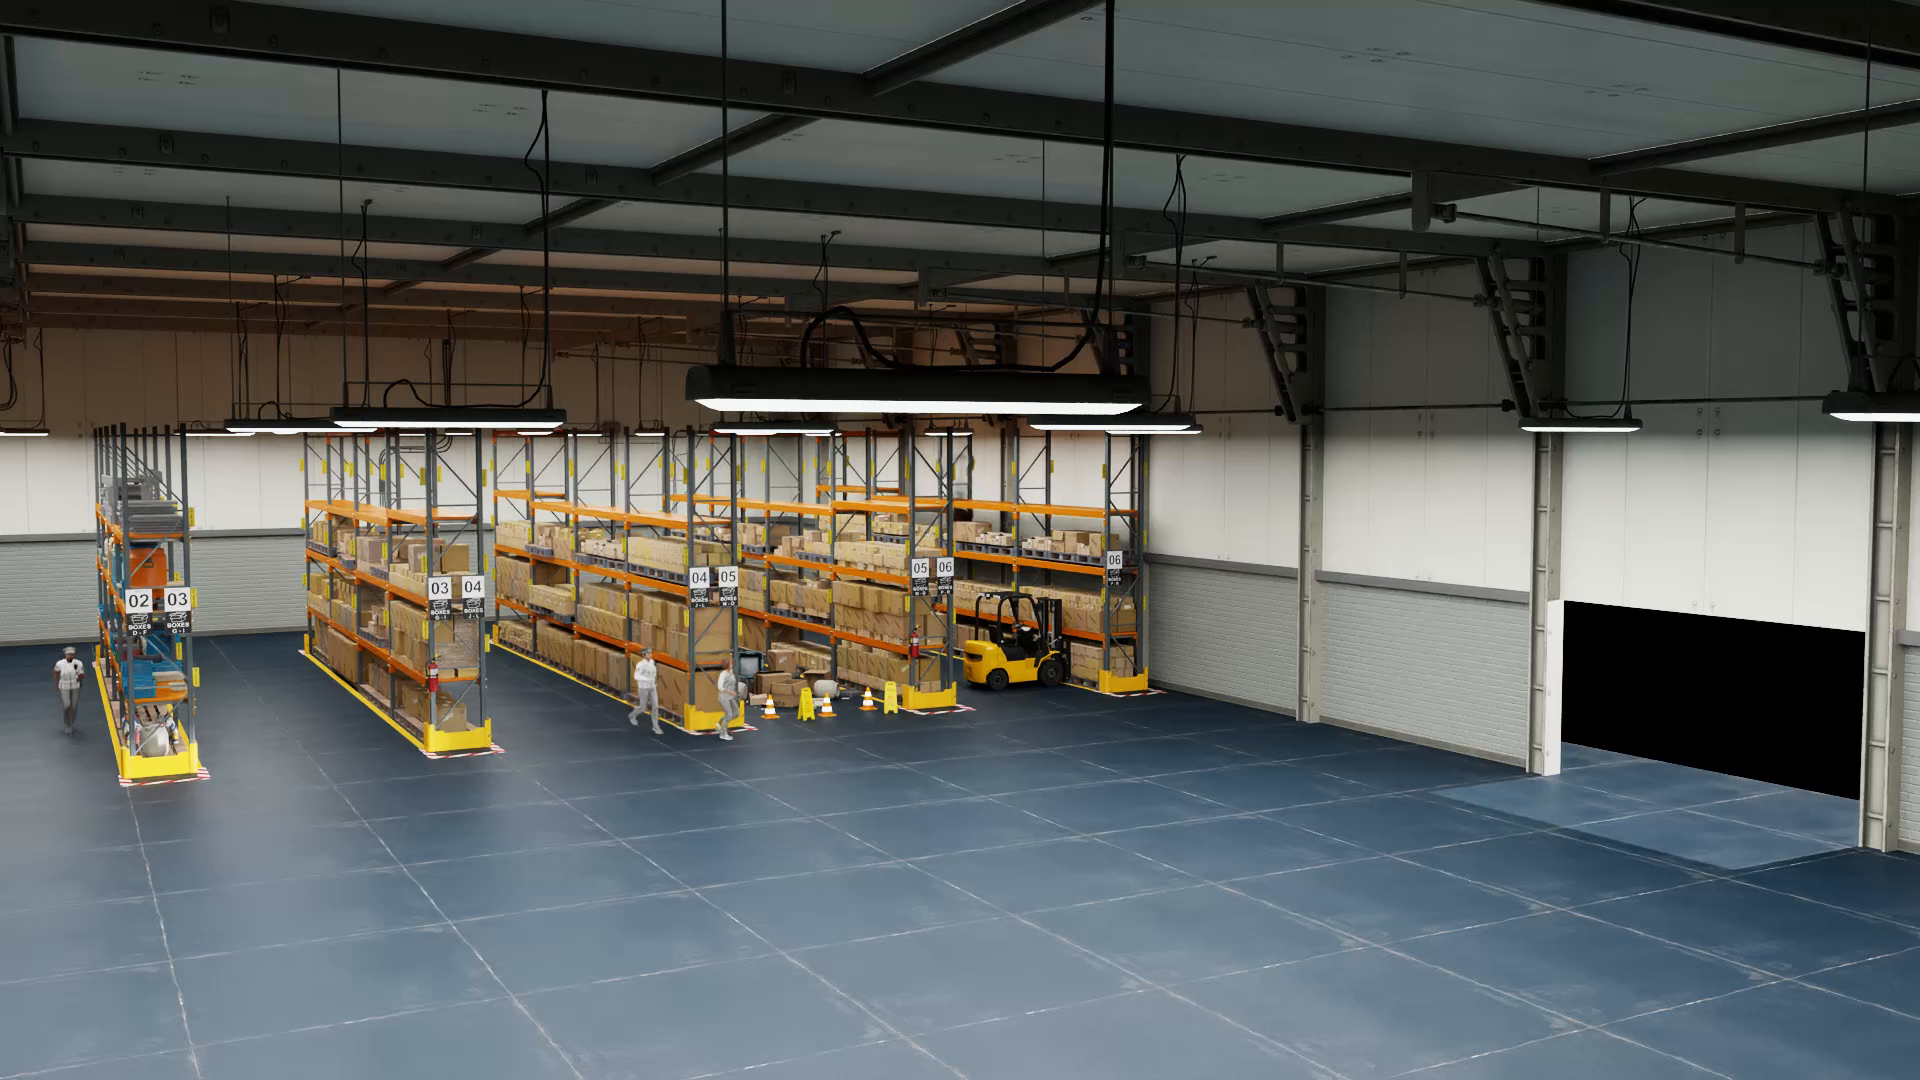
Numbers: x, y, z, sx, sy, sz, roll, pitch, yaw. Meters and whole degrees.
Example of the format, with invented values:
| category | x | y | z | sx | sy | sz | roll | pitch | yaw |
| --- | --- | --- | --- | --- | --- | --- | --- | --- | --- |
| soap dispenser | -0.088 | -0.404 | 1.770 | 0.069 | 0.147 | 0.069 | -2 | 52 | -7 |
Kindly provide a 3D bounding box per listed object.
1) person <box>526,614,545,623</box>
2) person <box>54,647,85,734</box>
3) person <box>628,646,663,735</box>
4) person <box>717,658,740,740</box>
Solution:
| category | x | y | z | sx | sy | sz | roll | pitch | yaw |
| --- | --- | --- | --- | --- | --- | --- | --- | --- | --- |
| person | -12.286 | 1.987 | 48.161 | 0.838 | 1.711 | 0.697 | 0 | 3 | -5 |
| person | -17.408 | 2.939 | 32.532 | 0.506 | 1.739 | 0.846 | -3 | 4 | -37 |
| person | -6.141 | 2.921 | 32.509 | 0.916 | 1.716 | 0.617 | 3 | 5 | 40 |
| person | -4.430 | 3.034 | 31.643 | 0.533 | 1.550 | 0.542 | 1 | 4 | 19 |
